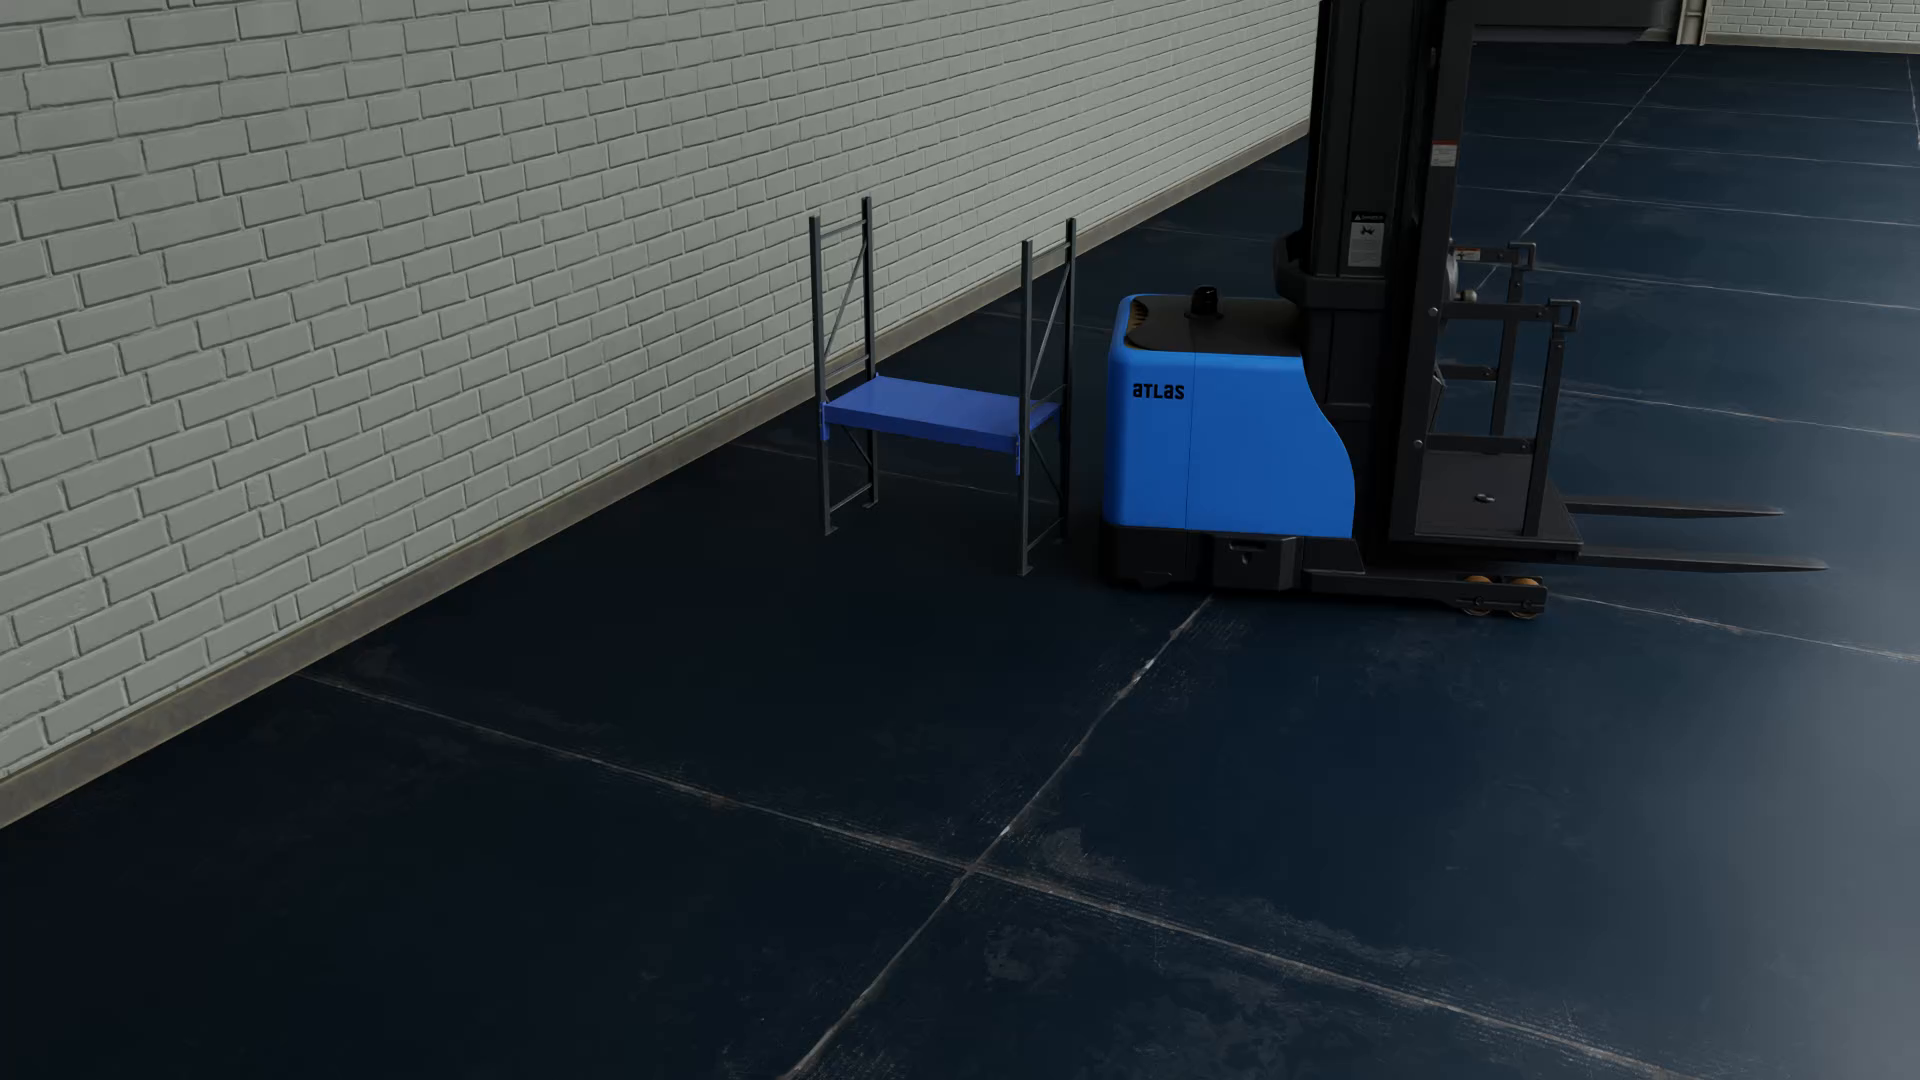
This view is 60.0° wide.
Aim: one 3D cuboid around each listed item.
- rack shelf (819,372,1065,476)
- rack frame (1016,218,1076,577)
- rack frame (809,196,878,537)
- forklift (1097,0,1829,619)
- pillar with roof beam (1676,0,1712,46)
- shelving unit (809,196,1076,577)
[{"bbox_3d":[-0.076,-0.540,7.562,1.000,0.185,0.538,11,25,25],"label":"rack shelf"},{"bbox_3d":[0.378,-0.615,7.281,0.032,1.500,0.500,11,25,25],"label":"rack frame"},{"bbox_3d":[-0.530,-0.795,7.703,0.032,1.500,0.500,11,25,25],"label":"rack frame"},{"bbox_3d":[2.162,-1.241,6.924,3.031,2.935,1.130,3,23,8],"label":"forklift"},{"bbox_3d":[9.460,-10.386,20.673,0.400,9.000,9.100,11,25,25],"label":"pillar with roof beam"},{"bbox_3d":[-0.076,-0.705,7.492,1.048,1.500,0.538,11,25,25],"label":"shelving unit"}]
